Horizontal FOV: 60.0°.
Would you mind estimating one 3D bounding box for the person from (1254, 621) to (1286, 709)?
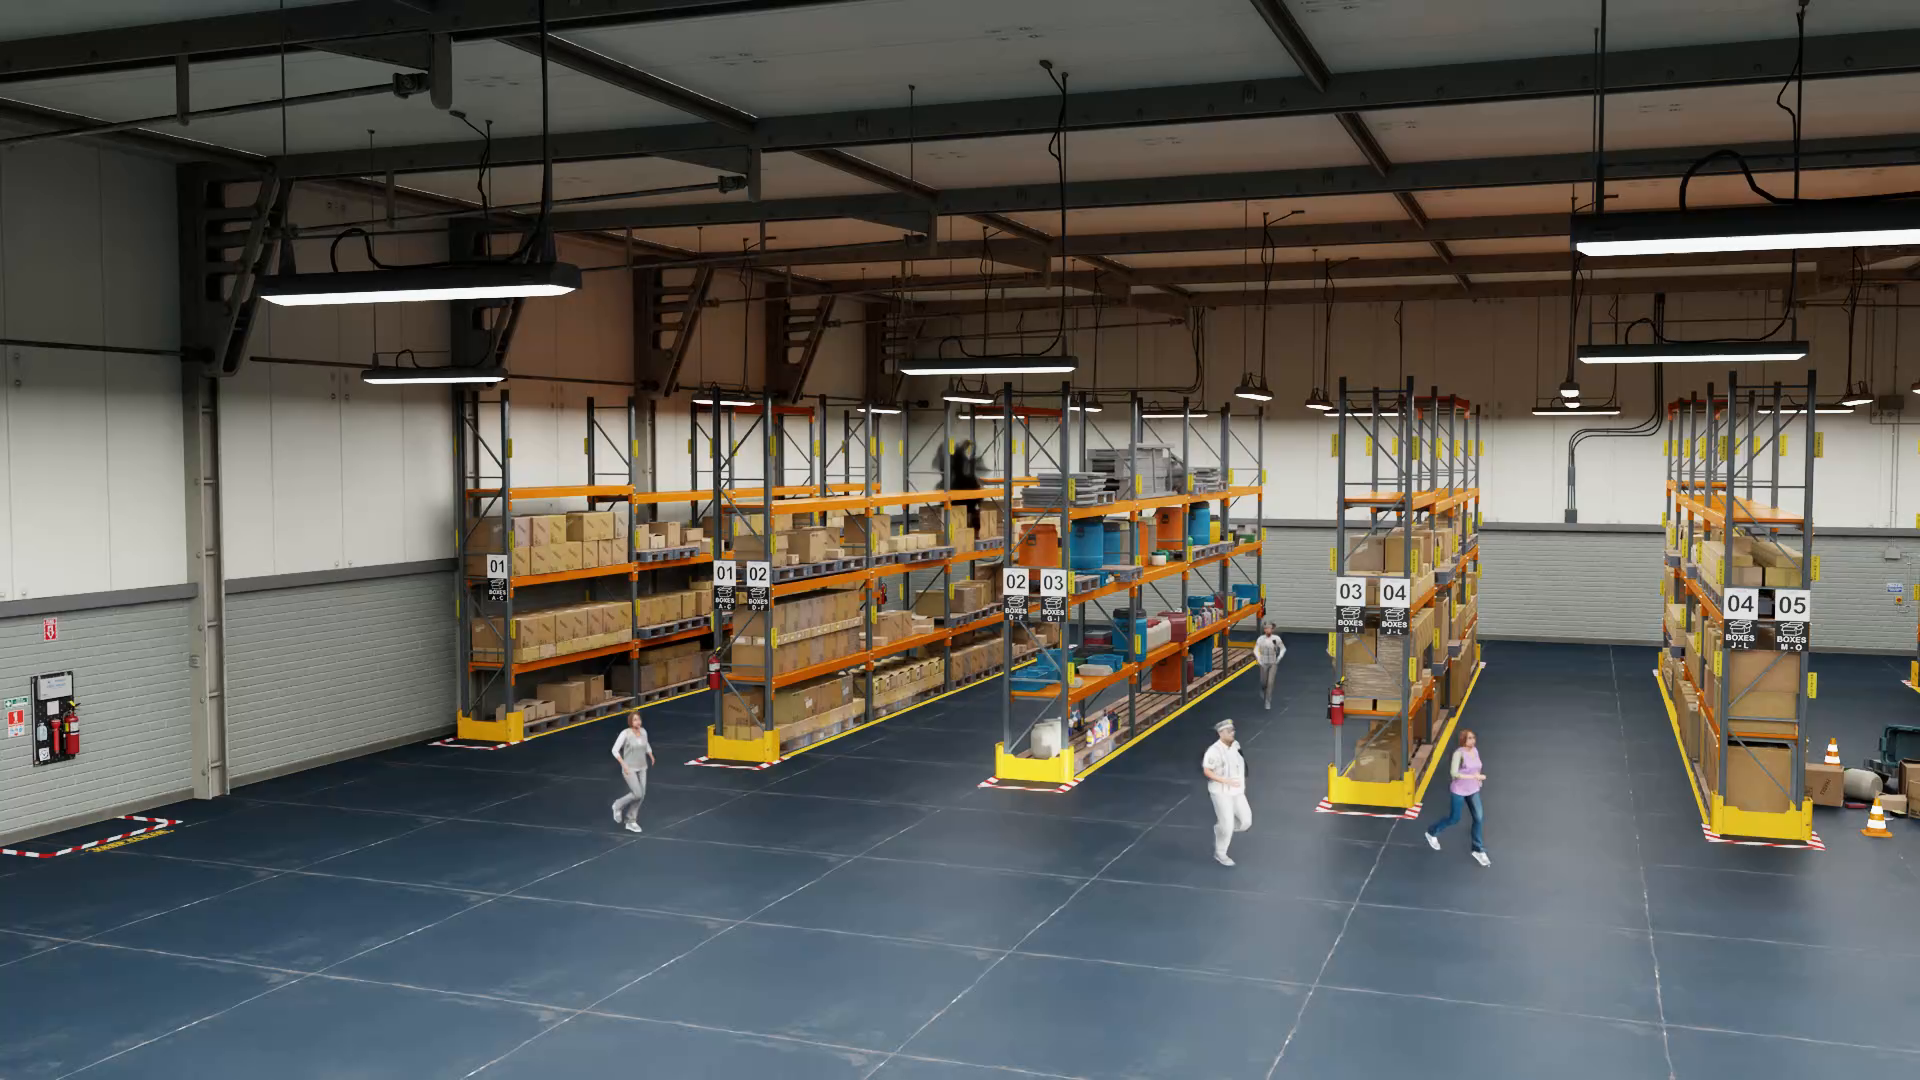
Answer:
[{"bbox_3d":[6.024,2.403,32.313,0.622,1.685,0.683,1,3,16],"label":"person"}]

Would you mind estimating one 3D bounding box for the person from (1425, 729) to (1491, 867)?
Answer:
[{"bbox_3d":[6.098,3.086,20.232,0.548,1.616,0.881,-2,4,-29],"label":"person"}]

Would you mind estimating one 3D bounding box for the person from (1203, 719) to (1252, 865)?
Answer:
[{"bbox_3d":[3.243,3.026,20.073,0.705,1.752,0.585,-2,4,-38],"label":"person"}]

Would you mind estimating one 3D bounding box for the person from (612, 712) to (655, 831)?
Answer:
[{"bbox_3d":[-4.263,3.028,21.801,0.569,1.569,0.527,3,4,42],"label":"person"}]

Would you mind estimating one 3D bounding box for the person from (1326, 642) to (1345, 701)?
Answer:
[{"bbox_3d":[7.324,2.423,31.948,0.580,1.684,0.673,1,3,24],"label":"person"}]
